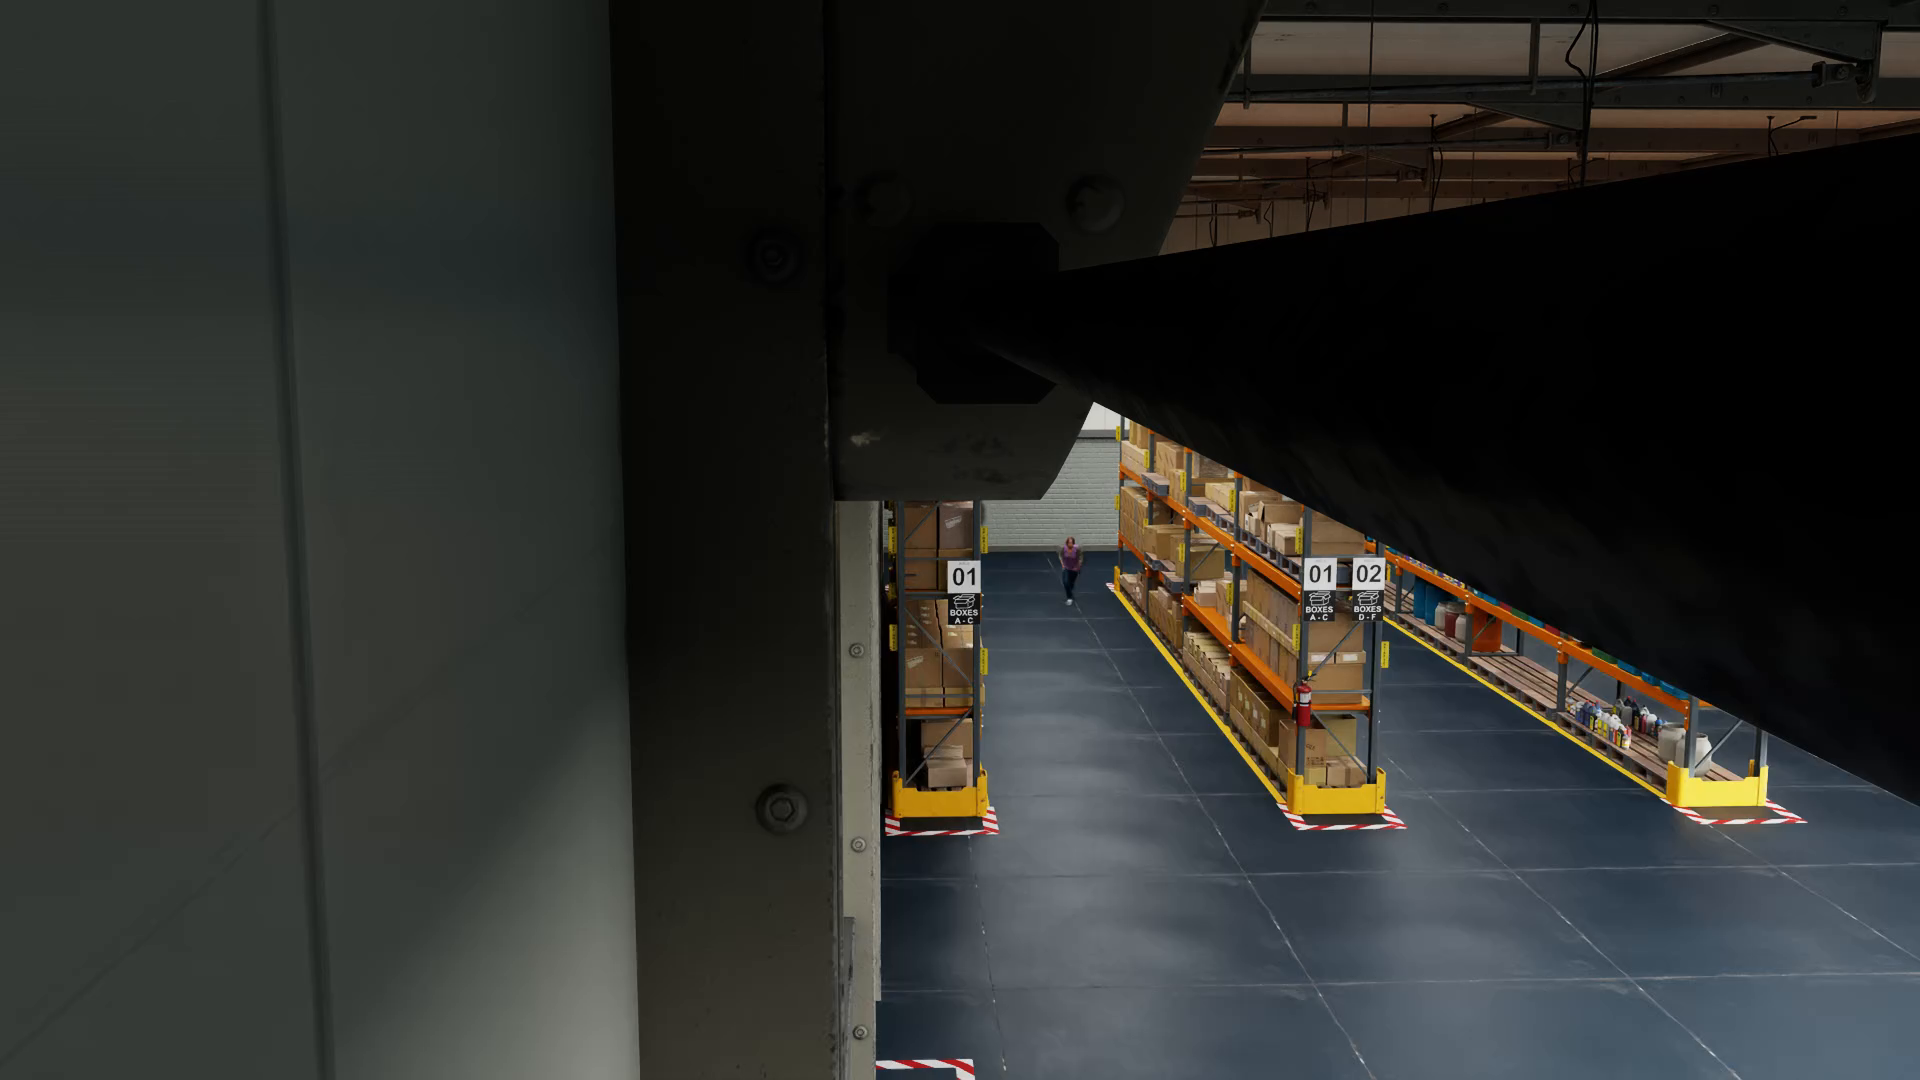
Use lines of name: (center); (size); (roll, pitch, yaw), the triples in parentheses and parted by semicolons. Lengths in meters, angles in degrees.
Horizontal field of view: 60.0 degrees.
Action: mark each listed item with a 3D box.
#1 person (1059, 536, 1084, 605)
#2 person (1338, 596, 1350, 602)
person: (2.343, 0.607, 34.907); (0.532, 1.468, 0.864); (1, 8, 9)
person: (7.449, 0.809, 32.365); (0.637, 1.801, 0.700); (2, 8, 12)
